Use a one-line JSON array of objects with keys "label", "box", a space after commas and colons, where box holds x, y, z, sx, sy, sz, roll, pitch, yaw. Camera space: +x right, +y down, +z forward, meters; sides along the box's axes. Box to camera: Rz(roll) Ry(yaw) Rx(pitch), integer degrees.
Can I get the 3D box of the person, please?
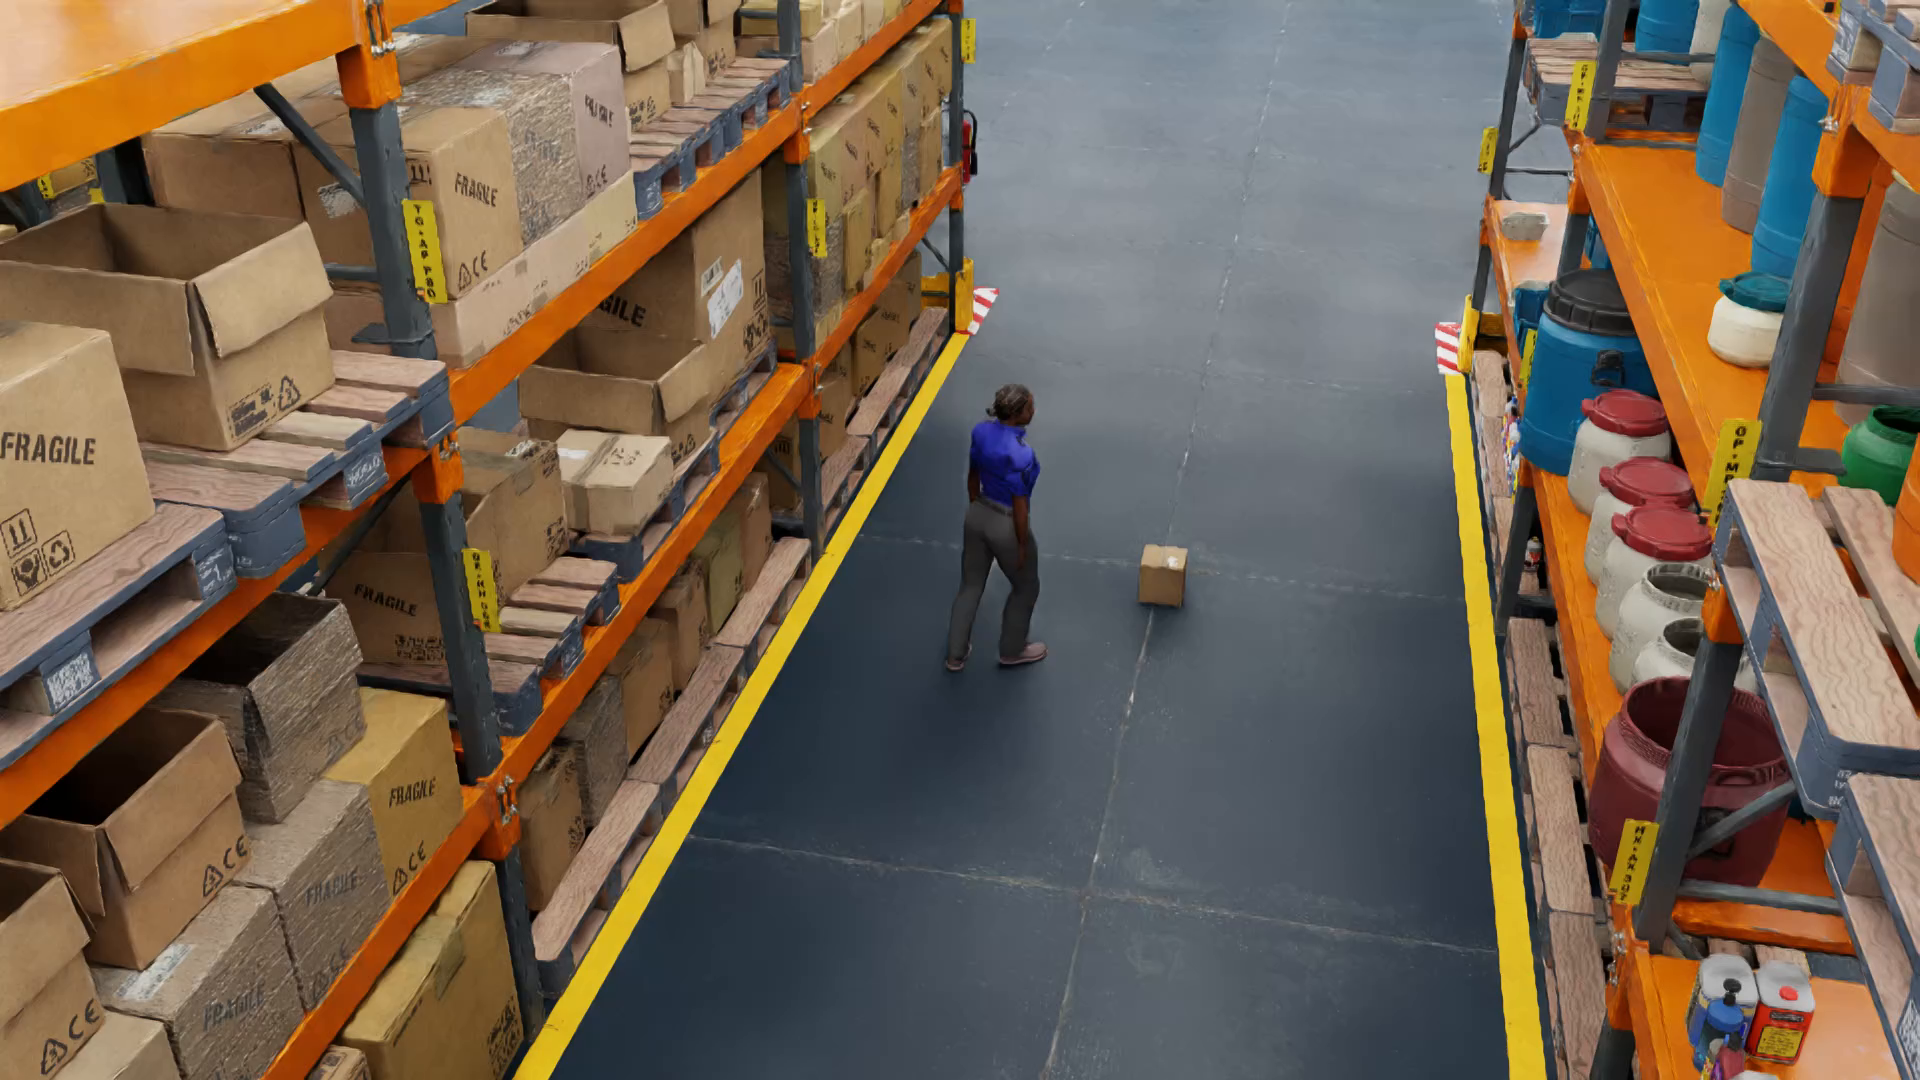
[{"label": "person", "box": [0.194, -0.060, 8.729, 0.554, 1.650, 0.474, -24, 37, -36]}]
